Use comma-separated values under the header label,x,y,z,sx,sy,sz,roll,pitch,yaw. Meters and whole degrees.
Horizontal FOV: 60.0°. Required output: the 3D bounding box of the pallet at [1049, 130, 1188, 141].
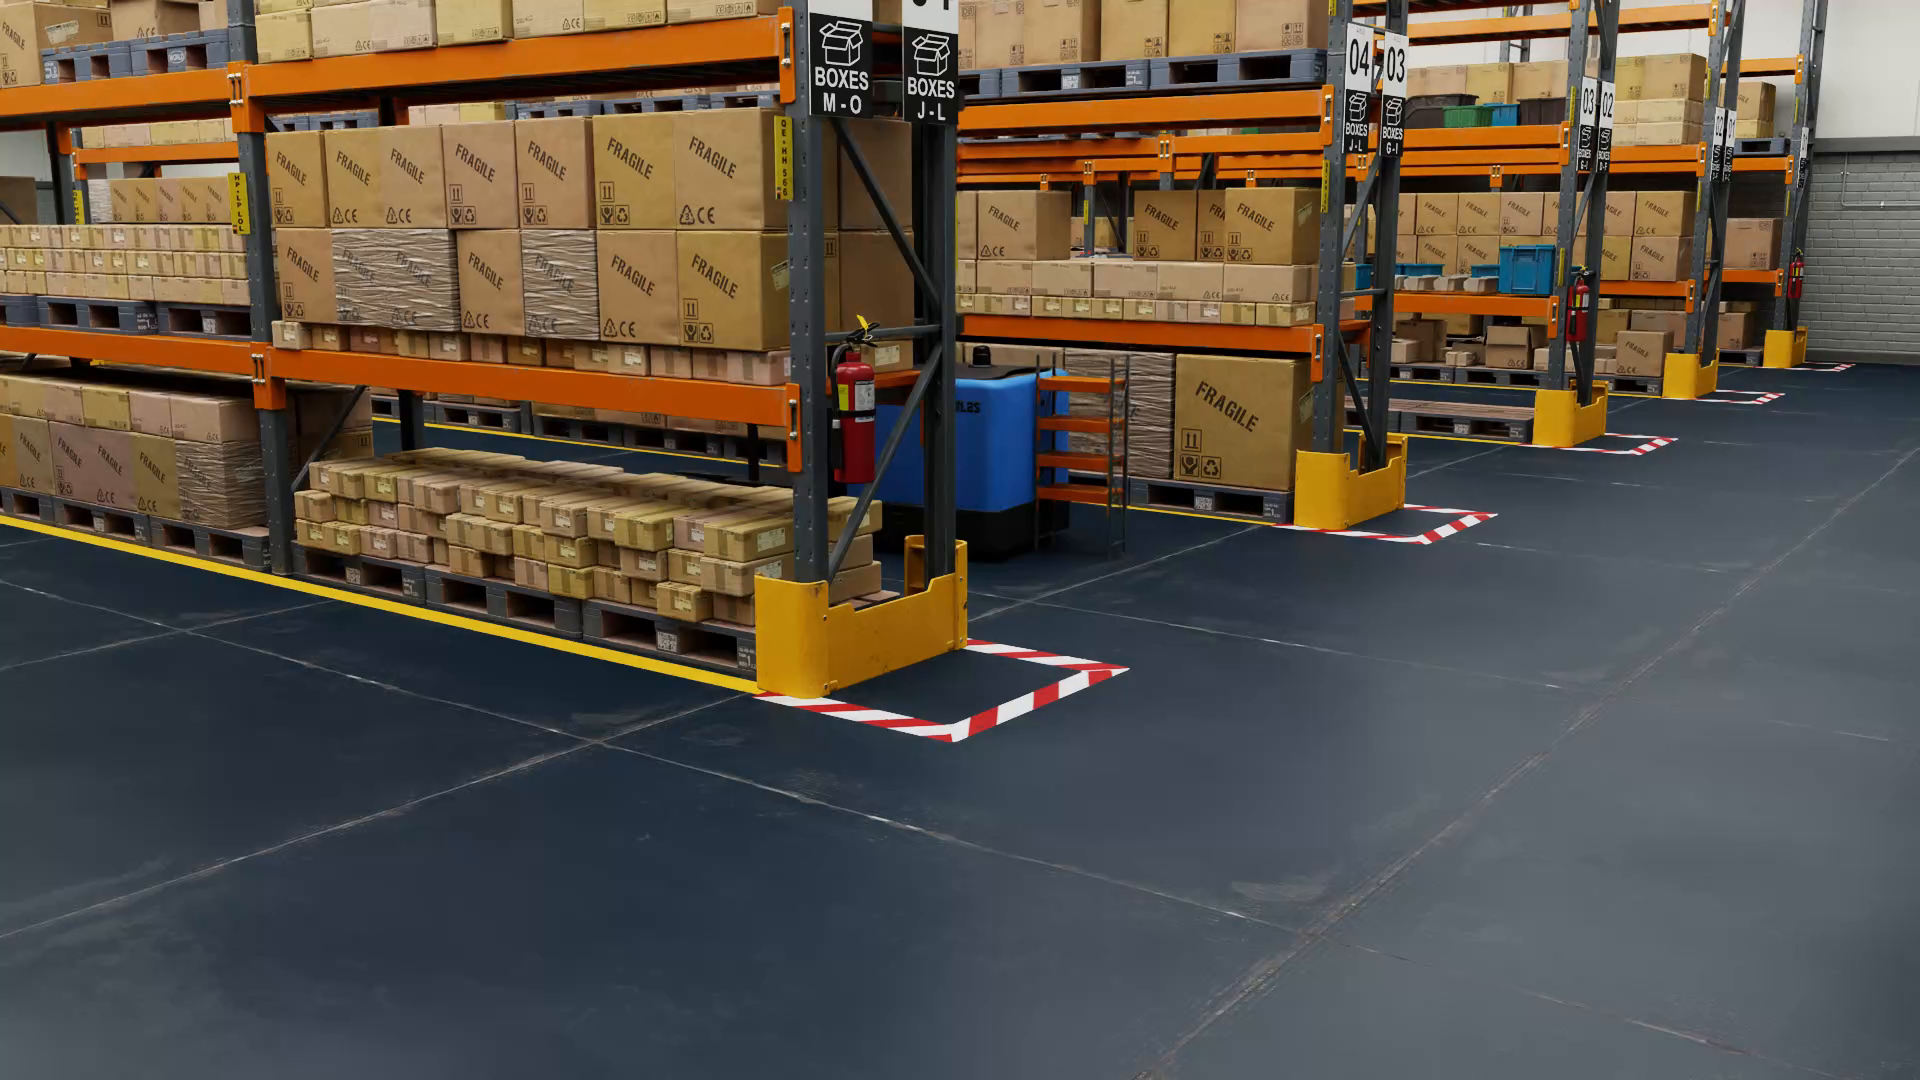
label,x,y,z,sx,sy,sz,roll,pitch,yaw
pallet,1.673,-4.303,17.472,1.003,0.211,1.213,8,13,36

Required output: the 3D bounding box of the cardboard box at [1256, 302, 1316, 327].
label,x,y,z,sx,sy,sz,roll,pitch,yaw
cardboard box,2.173,-1.508,11.087,0.250,0.149,0.380,8,14,37

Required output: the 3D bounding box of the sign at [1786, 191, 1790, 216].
label,x,y,z,sx,sy,sz,roll,pitch,yaw
sign,11.118,-4.520,22.322,0.005,0.325,0.100,8,13,36

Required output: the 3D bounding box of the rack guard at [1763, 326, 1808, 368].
label,x,y,z,sx,sy,sz,roll,pitch,yaw
rack guard,11.470,-2.686,23.099,0.348,0.500,1.175,8,13,36

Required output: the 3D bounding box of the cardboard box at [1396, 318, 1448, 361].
label,x,y,z,sx,sy,sz,roll,pitch,yaw
cardboard box,5.925,-2.575,21.367,0.500,0.500,0.500,8,13,36

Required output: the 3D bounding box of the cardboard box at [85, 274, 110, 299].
label,x,y,z,sx,sy,sz,roll,pitch,yaw
cardboard box,-5.290,-1.616,10.543,0.250,0.149,0.380,7,13,34

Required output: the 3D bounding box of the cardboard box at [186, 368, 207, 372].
label,x,y,z,sx,sy,sz,roll,pitch,yaw
cardboard box,-8.752,-2.211,19.537,0.500,0.500,0.500,10,15,41

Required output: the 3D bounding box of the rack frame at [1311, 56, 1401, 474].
label,x,y,z,sx,sy,sz,roll,pitch,yaw
rack frame,2.655,-1.641,11.117,0.127,3.000,1.000,8,13,36

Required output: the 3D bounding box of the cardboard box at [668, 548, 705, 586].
label,x,y,z,sx,sy,sz,roll,pitch,yaw
cardboard box,-1.136,0.101,7.729,0.250,0.149,0.380,8,13,34

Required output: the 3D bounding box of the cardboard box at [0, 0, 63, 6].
label,x,y,z,sx,sy,sz,roll,pitch,yaw
cardboard box,-6.003,-3.522,10.663,0.258,0.266,0.396,8,13,36

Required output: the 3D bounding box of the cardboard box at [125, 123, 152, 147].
label,x,y,z,sx,sy,sz,roll,pitch,yaw
cardboard box,-9.190,-4.632,19.074,0.500,0.250,0.500,8,13,35

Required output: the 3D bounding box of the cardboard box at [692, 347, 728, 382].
label,x,y,z,sx,sy,sz,roll,pitch,yaw
cardboard box,-0.971,-0.797,7.415,0.250,0.149,0.380,8,13,35

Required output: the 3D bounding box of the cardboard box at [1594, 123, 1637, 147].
label,x,y,z,sx,sy,sz,roll,pitch,yaw
cardboard box,7.555,-4.632,19.072,0.500,0.250,0.500,8,13,36

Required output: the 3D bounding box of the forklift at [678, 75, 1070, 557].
label,x,y,z,sx,sy,sz,roll,pitch,yaw
forklift,-0.837,-1.519,10.666,3.031,2.935,1.130,6,13,29

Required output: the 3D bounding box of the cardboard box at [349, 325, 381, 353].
label,x,y,z,sx,sy,sz,roll,pitch,yaw
cardboard box,-3.054,-1.098,8.971,0.250,0.149,0.380,7,13,33

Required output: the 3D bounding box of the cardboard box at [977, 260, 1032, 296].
label,x,y,z,sx,sy,sz,roll,pitch,yaw
cardboard box,0.473,-1.957,12.358,0.500,0.250,0.500,8,14,37

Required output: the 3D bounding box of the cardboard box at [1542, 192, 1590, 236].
label,x,y,z,sx,sy,sz,roll,pitch,yaw
cardboard box,7.172,-3.820,19.481,0.500,0.500,0.500,8,14,37

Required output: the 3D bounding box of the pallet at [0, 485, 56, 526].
label,x,y,z,sx,sy,sz,roll,pitch,yaw
pallet,-6.181,-0.336,11.709,1.213,0.211,1.003,8,13,36

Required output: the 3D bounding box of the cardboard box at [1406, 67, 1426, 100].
label,x,y,z,sx,sy,sz,roll,pitch,yaw
cardboard box,5.712,-5.571,20.637,0.500,0.500,0.700,8,13,36

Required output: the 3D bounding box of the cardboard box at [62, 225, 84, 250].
label,x,y,z,sx,sy,sz,roll,pitch,yaw
cardboard box,-5.492,-1.939,10.643,0.250,0.149,0.380,8,14,37

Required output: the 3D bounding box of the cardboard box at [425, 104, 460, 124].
label,x,y,z,sx,sy,sz,roll,pitch,yaw
cardboard box,-4.729,-4.009,15.855,0.500,0.250,0.500,8,13,35

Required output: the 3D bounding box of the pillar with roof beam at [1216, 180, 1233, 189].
label,x,y,z,sx,sy,sz,roll,pitch,yaw
pillar with roof beam,1.919,-7.381,24.989,0.400,9.000,9.100,8,13,36

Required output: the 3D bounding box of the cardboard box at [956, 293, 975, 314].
label,x,y,z,sx,sy,sz,roll,pitch,yaw
cardboard box,0.110,-1.795,12.573,0.250,0.149,0.380,7,13,34

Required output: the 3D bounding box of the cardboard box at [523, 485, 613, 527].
label,x,y,z,sx,sy,sz,roll,pitch,yaw
cardboard box,-1.959,-0.167,8.327,0.250,0.149,0.380,7,13,34

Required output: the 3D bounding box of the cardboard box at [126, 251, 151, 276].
label,x,y,z,sx,sy,sz,roll,pitch,yaw
cardboard box,-4.867,-1.704,10.212,0.250,0.149,0.380,7,13,33

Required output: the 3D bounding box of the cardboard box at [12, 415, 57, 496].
label,x,y,z,sx,sy,sz,roll,pitch,yaw
cardboard box,-5.984,-0.597,11.195,0.500,0.500,0.500,8,14,36

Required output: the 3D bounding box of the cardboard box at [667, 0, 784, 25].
label,x,y,z,sx,sy,sz,roll,pitch,yaw
cardboard box,-0.886,-2.303,7.035,0.500,0.250,0.500,8,13,34

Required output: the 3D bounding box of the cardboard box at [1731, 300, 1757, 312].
label,x,y,z,sx,sy,sz,roll,pitch,yaw
cardboard box,11.046,-3.294,23.425,0.250,0.149,0.380,8,14,36

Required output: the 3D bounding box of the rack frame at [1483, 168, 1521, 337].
label,x,y,z,sx,sy,sz,roll,pitch,yaw
rack frame,8.227,-4.366,25.201,0.127,3.000,1.000,8,13,36

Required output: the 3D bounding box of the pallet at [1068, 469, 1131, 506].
label,x,y,z,sx,sy,sz,roll,pitch,yaw
pallet,0.985,-0.487,12.494,1.213,0.211,1.003,8,13,36

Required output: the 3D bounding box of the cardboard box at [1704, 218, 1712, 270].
label,x,y,z,sx,sy,sz,roll,pitch,yaw
cardboard box,10.441,-4.200,23.550,0.700,0.700,0.980,8,13,35

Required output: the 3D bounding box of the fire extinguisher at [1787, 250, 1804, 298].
label,x,y,z,sx,sy,sz,roll,pitch,yaw
fire extinguisher,11.299,-3.608,22.466,0.183,0.674,0.296,8,13,36

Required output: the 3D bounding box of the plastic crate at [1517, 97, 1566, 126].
label,x,y,z,sx,sy,sz,roll,pitch,yaw
plastic crate,5.441,-3.894,15.208,0.590,0.269,0.497,8,13,36

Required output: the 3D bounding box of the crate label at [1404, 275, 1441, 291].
label,x,y,z,sx,sy,sz,roll,pitch,yaw
crate label,4.358,-2.426,15.709,0.243,0.136,0.396,8,13,36

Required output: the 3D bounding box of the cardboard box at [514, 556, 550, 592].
label,x,y,z,sx,sy,sz,roll,pitch,yaw
cardboard box,-1.997,0.138,8.320,0.250,0.149,0.380,8,14,37

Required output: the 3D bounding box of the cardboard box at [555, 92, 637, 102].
label,x,y,z,sx,sy,sz,roll,pitch,yaw
cardboard box,-3.259,-4.213,15.134,0.637,0.503,0.797,9,14,39

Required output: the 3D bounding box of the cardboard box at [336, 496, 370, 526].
label,x,y,z,sx,sy,sz,roll,pitch,yaw
cardboard box,-3.227,-0.191,9.238,0.250,0.149,0.380,8,14,36

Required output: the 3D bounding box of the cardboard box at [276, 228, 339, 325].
label,x,y,z,sx,sy,sz,roll,pitch,yaw
cardboard box,-3.336,-1.444,9.050,0.500,0.500,0.500,8,13,35

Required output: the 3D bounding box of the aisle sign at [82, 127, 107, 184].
label,x,y,z,sx,sy,sz,roll,pitch,yaw
aisle sign,-10.469,-4.678,19.967,0.004,0.787,0.394,8,13,36

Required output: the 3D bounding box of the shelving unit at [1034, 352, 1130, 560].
label,x,y,z,sx,sy,sz,roll,pitch,yaw
shelving unit,0.732,-0.512,10.015,0.503,1.200,0.258,6,13,29

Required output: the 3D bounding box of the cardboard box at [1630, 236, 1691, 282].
label,x,y,z,sx,sy,sz,roll,pitch,yaw
cardboard box,7.999,-3.215,18.989,0.500,0.500,0.500,8,14,37

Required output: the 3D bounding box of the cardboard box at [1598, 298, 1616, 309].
label,x,y,z,sx,sy,sz,roll,pitch,yaw
cardboard box,9.358,-3.439,24.174,0.250,0.149,0.380,7,13,34

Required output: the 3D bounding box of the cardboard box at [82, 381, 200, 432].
label,x,y,z,sx,sy,sz,roll,pitch,yaw
cardboard box,-5.177,-0.852,10.539,0.500,0.250,0.500,7,13,33

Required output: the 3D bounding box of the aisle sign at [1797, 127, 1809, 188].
label,x,y,z,sx,sy,sz,roll,pitch,yaw
aisle sign,11.331,-5.139,22.350,0.004,0.787,0.394,8,13,36

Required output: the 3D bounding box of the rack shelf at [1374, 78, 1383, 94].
label,x,y,z,sx,sy,sz,roll,pitch,yaw
rack shelf,6.615,-6.987,25.899,4.000,0.370,1.077,8,13,36

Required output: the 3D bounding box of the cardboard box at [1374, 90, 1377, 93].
label,x,y,z,sx,sy,sz,roll,pitch,yaw
cardboard box,4.935,-5.452,21.286,0.600,0.600,0.600,6,13,30

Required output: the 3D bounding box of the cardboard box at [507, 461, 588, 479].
label,x,y,z,sx,sy,sz,roll,pitch,yaw
cardboard box,-2.275,-0.335,9.196,0.250,0.149,0.380,7,13,33

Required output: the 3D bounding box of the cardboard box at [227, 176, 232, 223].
label,x,y,z,sx,sy,sz,roll,pitch,yaw
cardboard box,-7.543,-3.685,18.001,0.500,0.500,0.500,8,13,36

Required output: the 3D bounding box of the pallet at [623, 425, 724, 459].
label,x,y,z,sx,sy,sz,roll,pitch,yaw
pallet,-2.223,-0.934,14.804,1.213,0.211,1.003,8,13,36

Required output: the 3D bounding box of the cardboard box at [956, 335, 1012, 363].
label,x,y,z,sx,sy,sz,roll,pitch,yaw
cardboard box,-0.084,-1.168,13.156,0.875,0.875,0.875,8,13,36

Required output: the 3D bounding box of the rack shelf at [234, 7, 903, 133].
label,x,y,z,sx,sy,sz,roll,pitch,yaw
rack shelf,-1.974,-2.238,8.196,4.000,0.370,1.077,8,13,36

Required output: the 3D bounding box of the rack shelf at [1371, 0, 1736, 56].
label,x,y,z,sx,sy,sz,roll,pitch,yaw
rack shelf,6.910,-5.973,19.615,4.000,0.370,1.077,8,13,36
